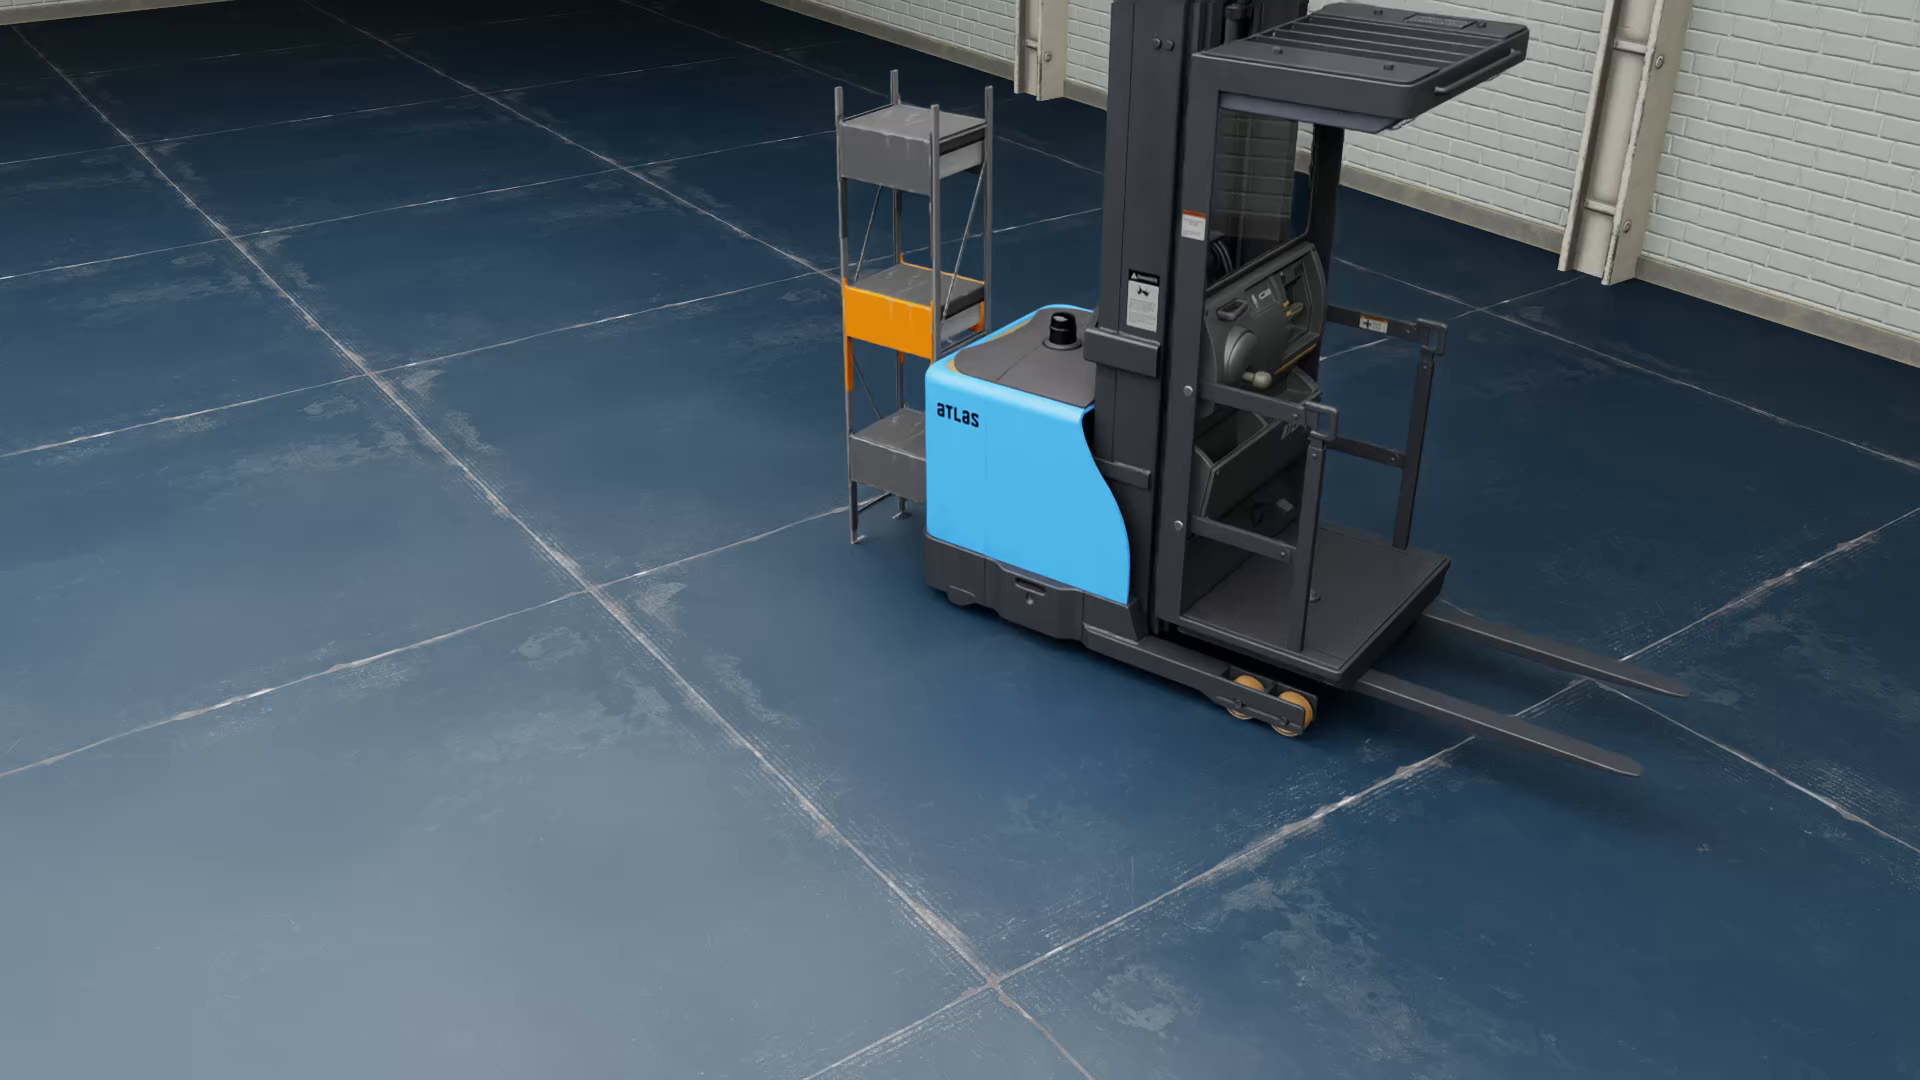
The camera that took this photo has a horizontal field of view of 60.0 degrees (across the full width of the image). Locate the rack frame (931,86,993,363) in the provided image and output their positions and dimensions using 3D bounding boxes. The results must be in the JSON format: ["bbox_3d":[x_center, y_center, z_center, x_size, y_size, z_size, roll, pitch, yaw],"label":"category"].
[{"bbox_3d":[0.011,-0.840,7.096,0.015,2.100,0.400,19,34,31],"label":"rack frame"}]

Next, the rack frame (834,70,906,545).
[{"bbox_3d":[-0.384,-0.977,7.349,0.015,2.100,0.400,19,34,31],"label":"rack frame"}]

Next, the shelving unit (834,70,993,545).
[{"bbox_3d":[-0.186,-0.908,7.222,0.503,2.100,0.431,19,34,31],"label":"shelving unit"}]

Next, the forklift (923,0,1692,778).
[{"bbox_3d":[1.331,-0.825,6.198,3.031,2.935,1.130,19,34,31],"label":"forklift"}]

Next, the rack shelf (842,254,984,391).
[{"bbox_3d":[-0.186,-0.896,7.229,0.480,0.518,0.431,19,34,31],"label":"rack shelf"}]

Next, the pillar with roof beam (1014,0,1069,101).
[{"bbox_3d":[-2.773,-6.864,10.961,9.100,9.000,0.400,-19,34,-31],"label":"pillar with roof beam"}]

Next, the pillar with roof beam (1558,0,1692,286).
[{"bbox_3d":[0.708,-4.532,6.666,9.100,9.000,0.400,-19,34,-31],"label":"pillar with roof beam"}]

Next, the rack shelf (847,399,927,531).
[{"bbox_3d":[-0.186,-0.281,7.563,0.480,0.518,0.431,19,34,31],"label":"rack shelf"}]

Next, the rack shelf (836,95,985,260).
[{"bbox_3d":[-0.186,-1.511,6.895,0.480,0.518,0.431,19,34,31],"label":"rack shelf"}]
